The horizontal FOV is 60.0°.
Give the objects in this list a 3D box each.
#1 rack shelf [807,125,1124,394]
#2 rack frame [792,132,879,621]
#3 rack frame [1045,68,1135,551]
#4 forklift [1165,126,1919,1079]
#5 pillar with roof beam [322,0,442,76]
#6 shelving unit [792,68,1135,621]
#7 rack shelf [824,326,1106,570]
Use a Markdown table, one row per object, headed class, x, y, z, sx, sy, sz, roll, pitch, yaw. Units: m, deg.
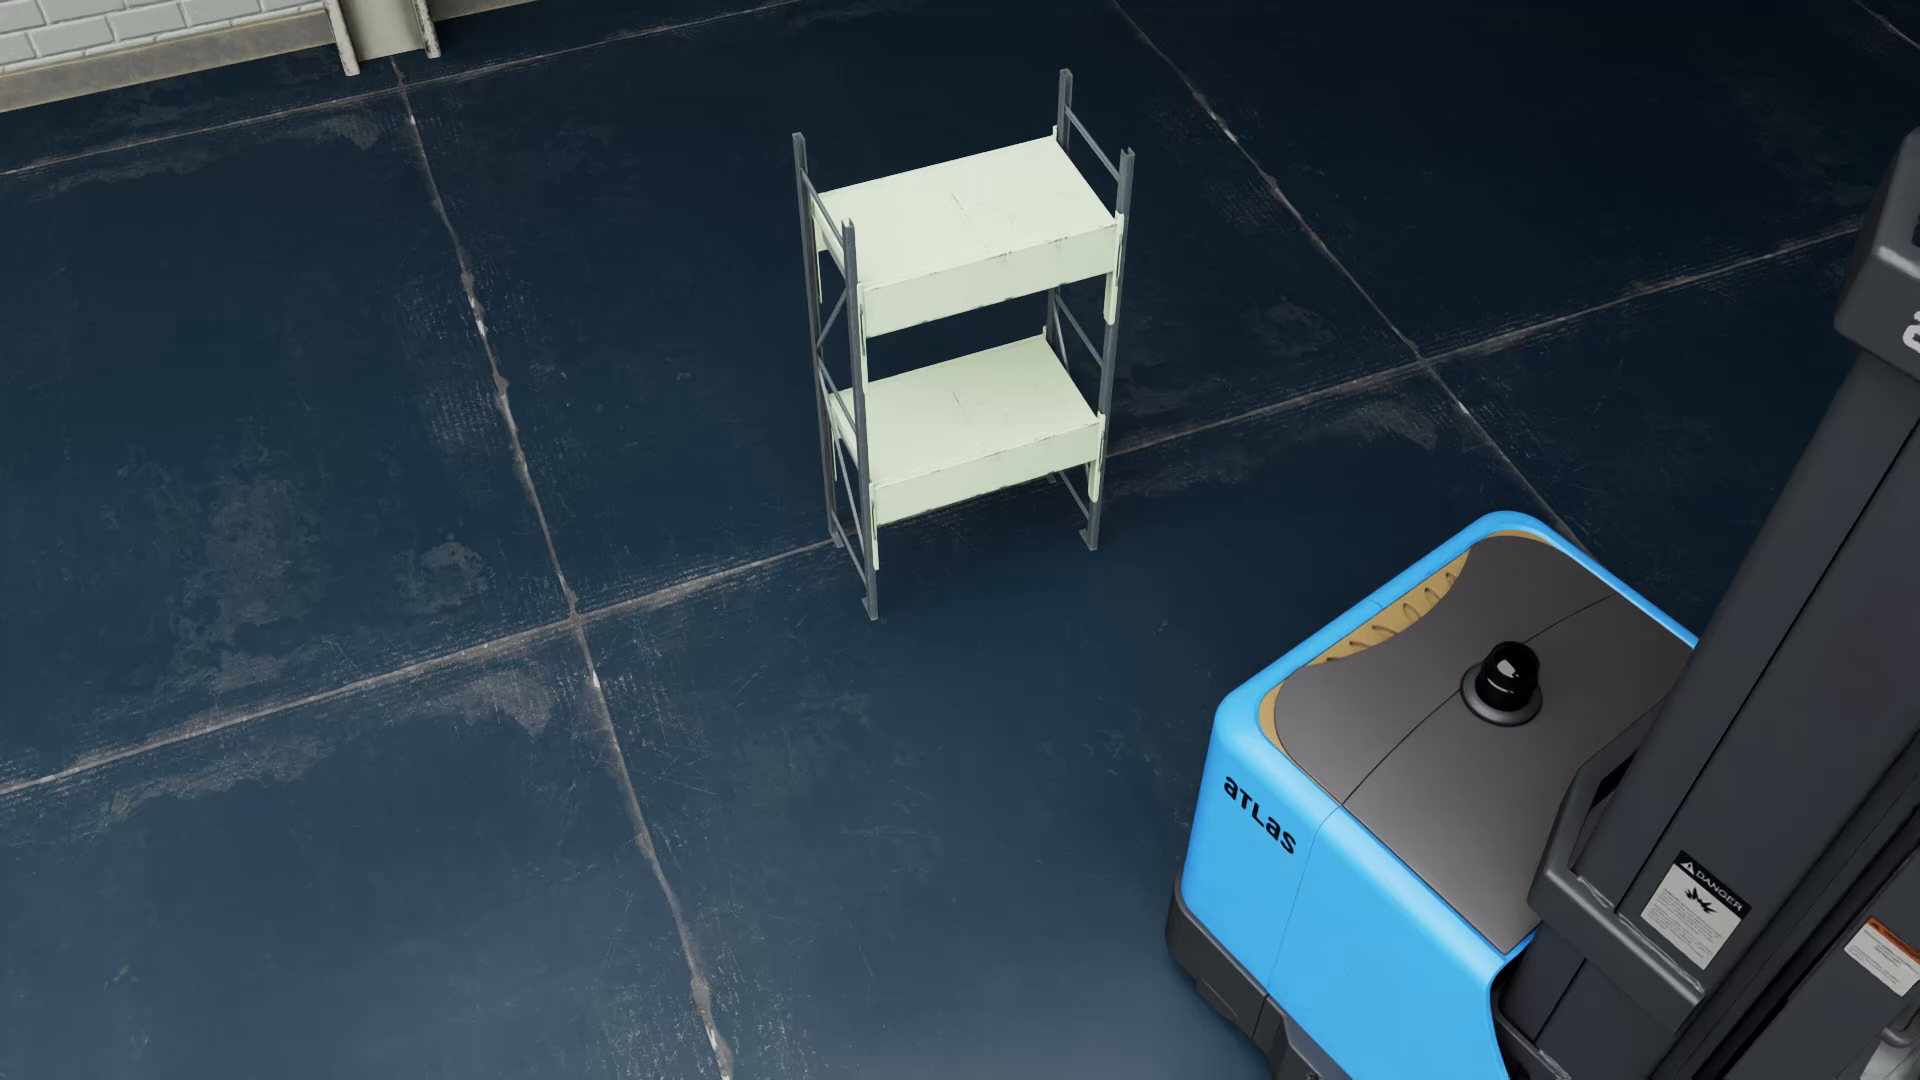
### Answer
| class | x | y | z | sx | sy | sz | roll | pitch | yaw |
| --- | --- | --- | --- | --- | --- | --- | --- | --- | --- |
| rack shelf | 0.006 | -0.745 | 4.387 | 0.720 | 0.370 | 0.431 | -17 | 52 | -14 |
| rack frame | -0.333 | -0.386 | 4.593 | 0.023 | 1.500 | 0.400 | -17 | 52 | -14 |
| rack frame | 0.345 | -0.596 | 4.773 | 0.023 | 1.500 | 0.400 | -17 | 52 | -14 |
| forklift | 1.832 | 0.756 | 2.669 | 1.130 | 2.935 | 3.031 | -31 | 56 | -24 |
| pillar with roof beam | -0.793 | -1.998 | 1.034 | 0.400 | 9.000 | 9.100 | -17 | 52 | -14 |
| shelving unit | 0.006 | -0.491 | 4.683 | 0.755 | 1.500 | 0.431 | -17 | 52 | -14 |
| rack shelf | 0.006 | -0.278 | 4.930 | 0.720 | 0.370 | 0.431 | -17 | 52 | -14 |
